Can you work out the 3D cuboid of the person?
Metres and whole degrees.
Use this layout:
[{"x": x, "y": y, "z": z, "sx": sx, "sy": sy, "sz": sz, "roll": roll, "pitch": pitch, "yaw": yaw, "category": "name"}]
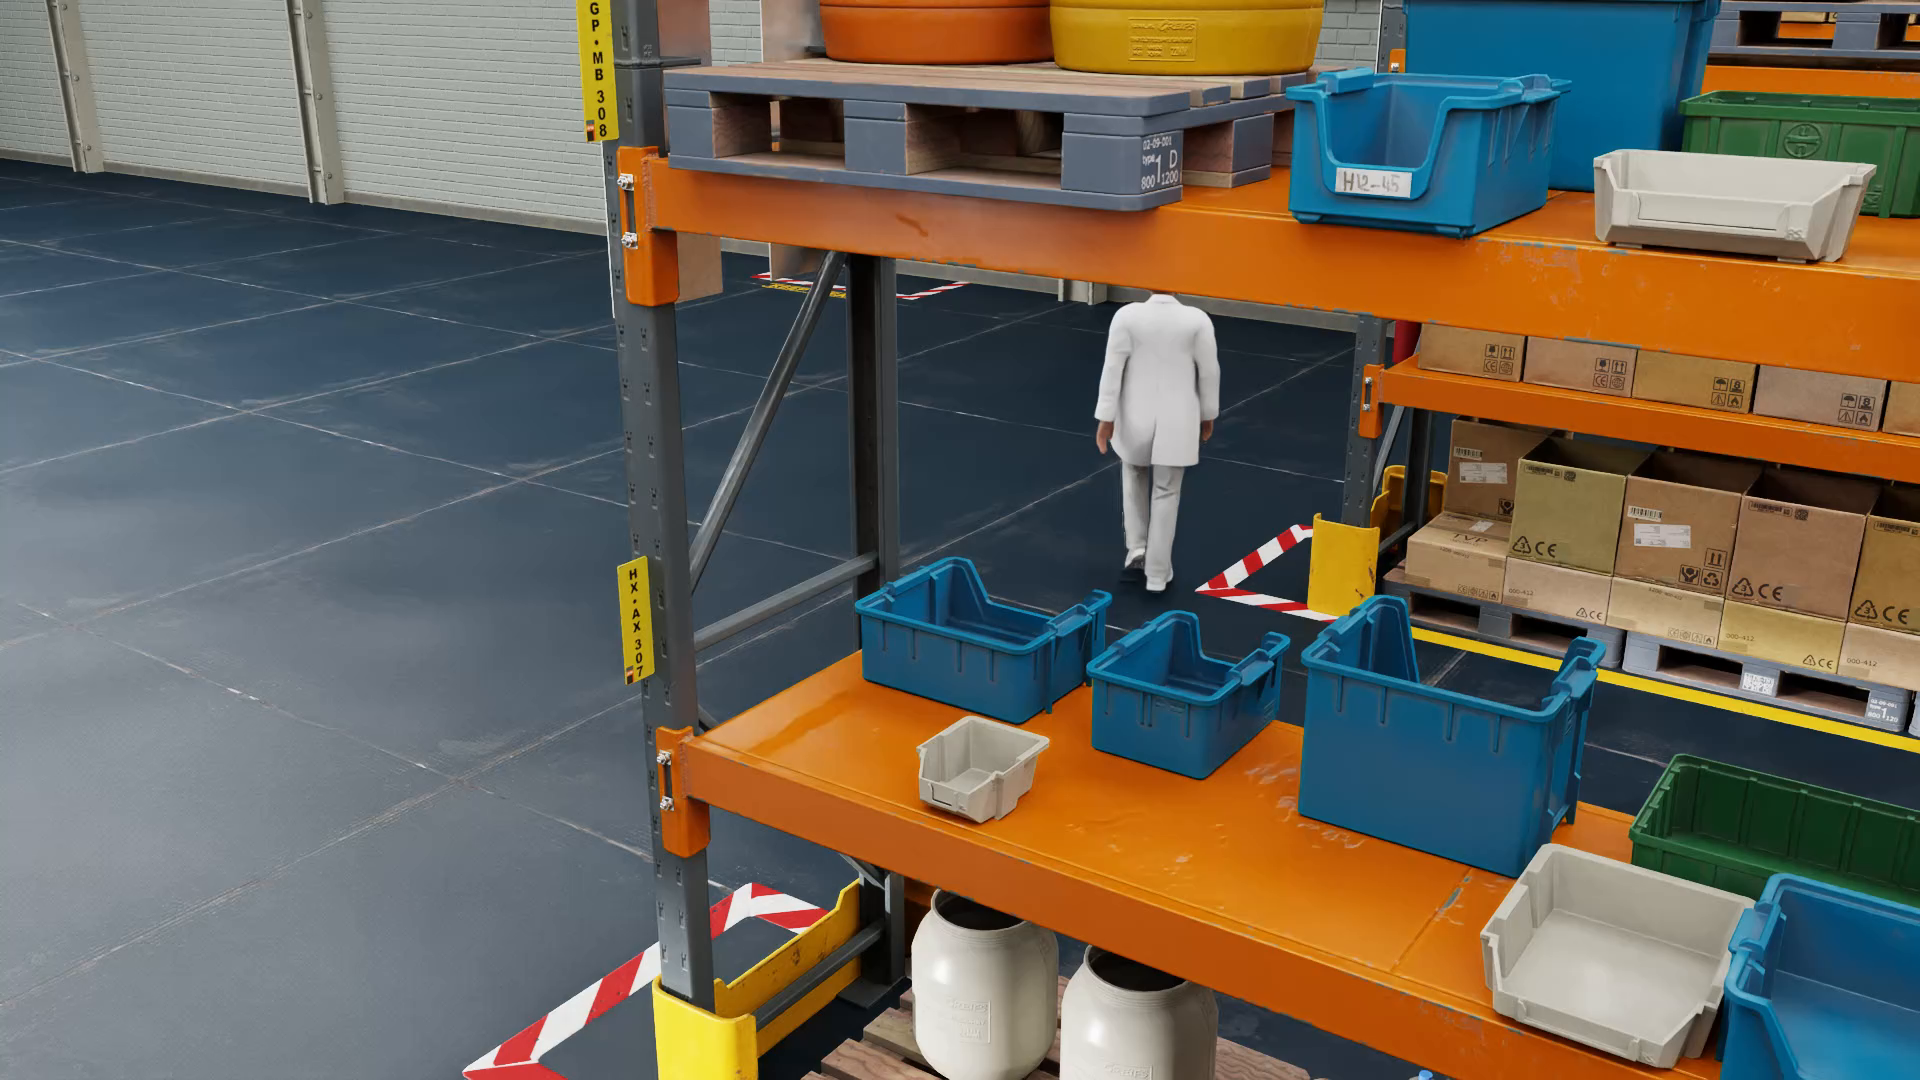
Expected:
[{"x": 1.045, "y": -0.564, "z": 8.830, "sx": 0.637, "sy": 1.746, "sz": 0.589, "roll": 4, "pitch": 20, "yaw": 12, "category": "person"}]
